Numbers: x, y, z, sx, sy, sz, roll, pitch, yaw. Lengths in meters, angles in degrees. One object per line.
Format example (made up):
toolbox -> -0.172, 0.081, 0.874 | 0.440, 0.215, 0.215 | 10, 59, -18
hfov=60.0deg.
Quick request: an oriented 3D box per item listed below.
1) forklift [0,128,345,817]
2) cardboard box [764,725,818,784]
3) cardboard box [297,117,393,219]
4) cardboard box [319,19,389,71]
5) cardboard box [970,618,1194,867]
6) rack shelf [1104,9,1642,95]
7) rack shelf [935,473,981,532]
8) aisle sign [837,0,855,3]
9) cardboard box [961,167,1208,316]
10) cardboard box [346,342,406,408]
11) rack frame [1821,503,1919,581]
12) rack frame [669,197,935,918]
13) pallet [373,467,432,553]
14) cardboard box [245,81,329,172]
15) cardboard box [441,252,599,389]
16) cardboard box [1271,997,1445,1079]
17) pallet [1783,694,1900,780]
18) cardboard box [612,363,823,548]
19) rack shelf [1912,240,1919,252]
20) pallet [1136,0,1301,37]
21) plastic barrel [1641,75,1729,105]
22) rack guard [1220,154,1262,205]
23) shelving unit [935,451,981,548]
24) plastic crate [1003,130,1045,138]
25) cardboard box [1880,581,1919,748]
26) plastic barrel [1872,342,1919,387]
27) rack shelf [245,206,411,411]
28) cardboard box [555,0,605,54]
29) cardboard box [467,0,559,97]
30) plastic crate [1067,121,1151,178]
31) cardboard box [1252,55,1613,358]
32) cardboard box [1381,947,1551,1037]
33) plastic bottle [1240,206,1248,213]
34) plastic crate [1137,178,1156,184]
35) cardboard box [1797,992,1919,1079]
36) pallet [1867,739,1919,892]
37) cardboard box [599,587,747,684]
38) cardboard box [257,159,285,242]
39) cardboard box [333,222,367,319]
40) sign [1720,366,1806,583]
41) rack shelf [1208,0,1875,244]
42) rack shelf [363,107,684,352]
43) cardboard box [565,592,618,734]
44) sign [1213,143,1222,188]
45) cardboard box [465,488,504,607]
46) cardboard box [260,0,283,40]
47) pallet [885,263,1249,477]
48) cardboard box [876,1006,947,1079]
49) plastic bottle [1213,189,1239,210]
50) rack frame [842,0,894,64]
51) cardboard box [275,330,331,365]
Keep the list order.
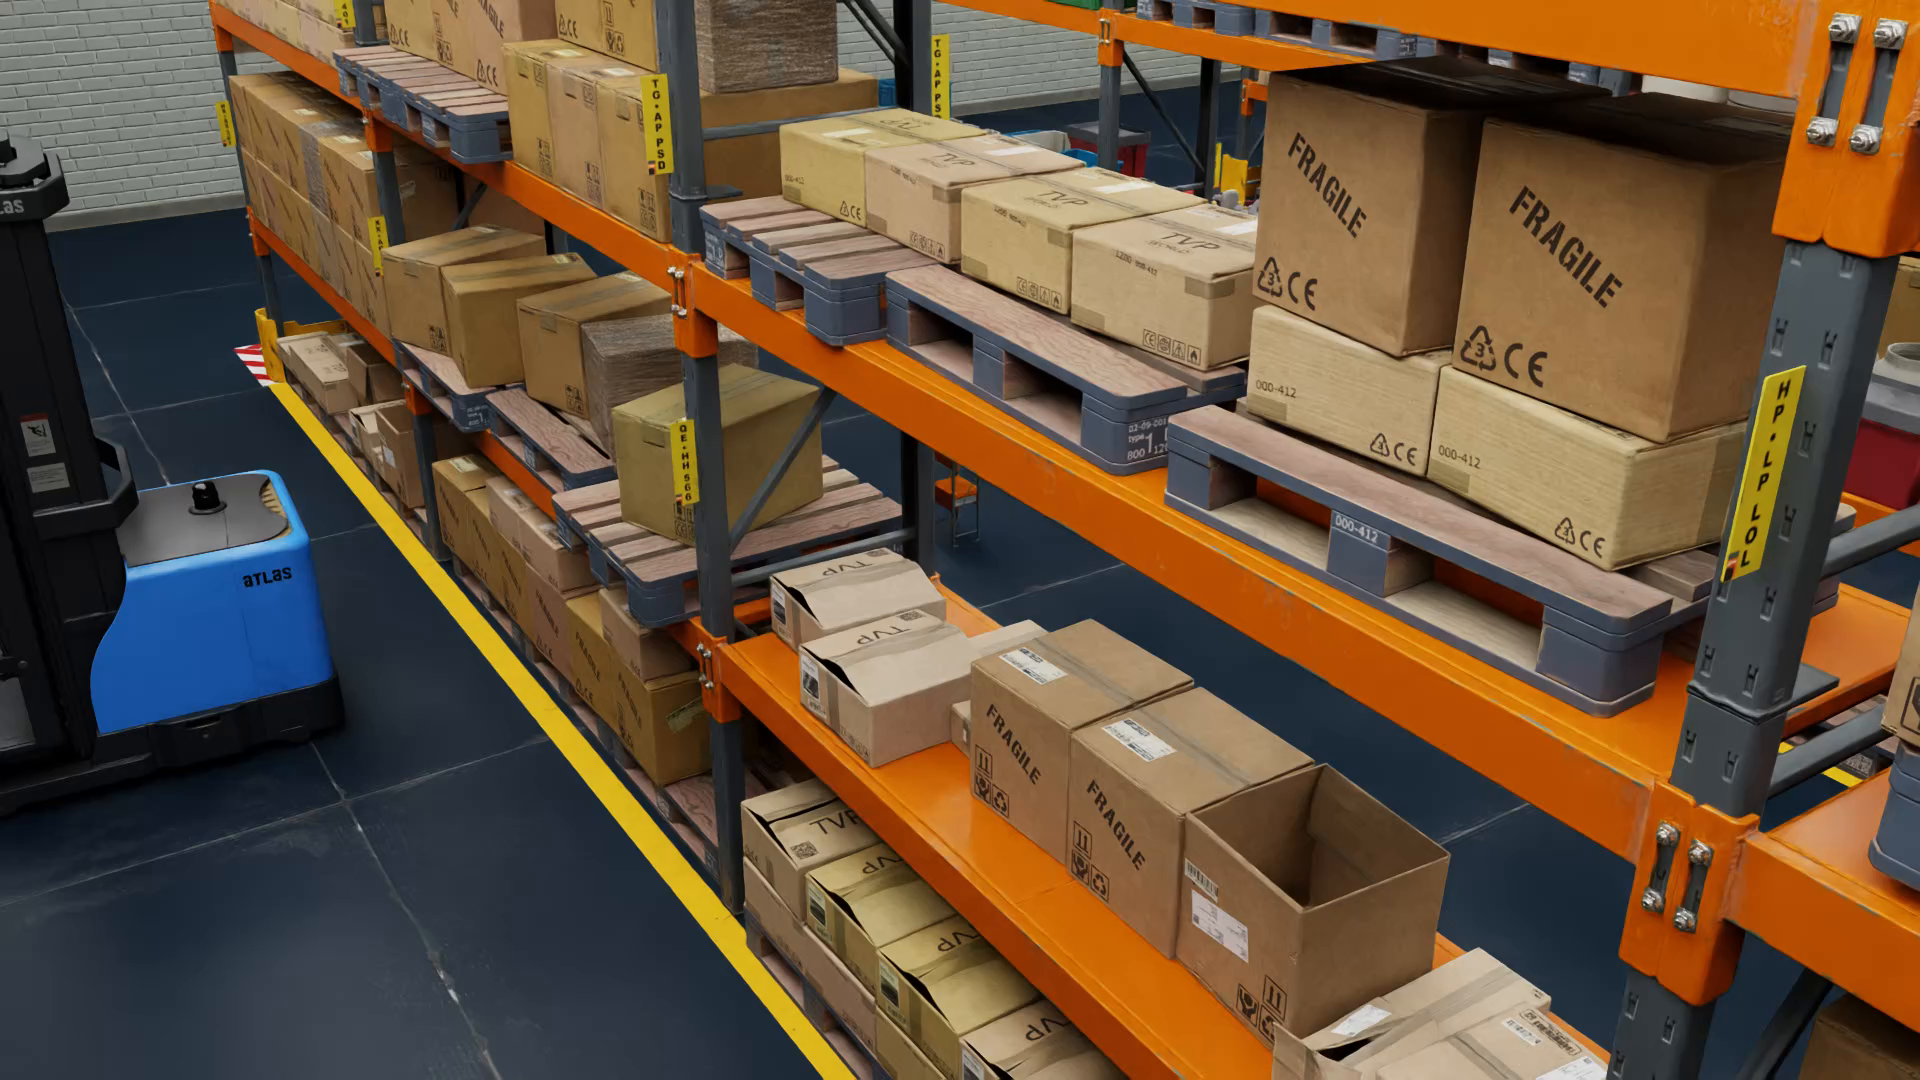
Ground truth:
forklift -> -4.590, -0.250, 7.345 | 3.031, 2.935, 1.130 | -13, 28, -26
cardboard box -> -0.560, 0.780, 7.497 | 0.500, 0.500, 0.500 | -14, 29, -27
cardboard box -> -3.785, -2.334, 10.392 | 0.500, 0.500, 0.500 | -15, 29, -29
cardboard box -> -3.223, -2.754, 9.231 | 0.500, 0.250, 0.500 | -16, 29, -30
cardboard box -> 0.378, 0.629, 5.287 | 0.500, 0.500, 0.500 | -17, 30, -32
rack shelf -> 2.509, -2.822, 10.043 | 1.077, 0.370, 4.000 | -16, 29, -30
rack shelf -> -0.029, -0.233, 10.190 | 0.215, 0.259, 0.240 | -16, 29, -30
aisle sign -> -1.054, -5.069, 14.428 | 0.394, 0.787, 0.004 | -16, 29, -30
cardboard box -> 0.348, -0.861, 4.730 | 0.500, 0.250, 0.500 | -16, 30, -31
cardboard box -> -3.765, -1.094, 11.462 | 0.797, 0.503, 0.637 | -16, 29, -30
rack frame -> 1.630, -1.204, 2.259 | 0.949, 2.616, 0.053 | -16, 29, -30
rack frame -> -0.551, 0.078, 6.572 | 1.000, 3.000, 0.127 | -16, 29, -30
pallet -> -3.109, -0.338, 10.718 | 1.003, 0.211, 1.213 | -16, 29, -30
cardboard box -> -4.605, -2.876, 11.539 | 0.500, 0.500, 0.500 | -15, 29, -29
cardboard box -> -2.235, -1.135, 8.532 | 0.700, 0.500, 0.500 | -11, 27, -21
cardboard box -> 0.998, 1.298, 4.145 | 0.396, 0.266, 0.258 | -16, 30, -31
pallet -> 4.653, 0.908, 8.080 | 1.003, 0.211, 1.213 | -16, 29, -30
cardboard box -> -0.990, -0.356, 6.882 | 0.500, 0.500, 0.700 | 18, 31, 33
rack shelf -> 6.659, -2.620, 13.128 | 1.077, 0.370, 4.000 | -16, 29, -30
pallet -> 1.927, -3.519, 10.899 | 1.213, 0.211, 1.003 | -16, 29, -30
plastic barrel -> 3.514, -2.300, 7.963 | 0.421, 0.512, 0.421 | 0, 25, 0
rack guard -> 3.370, -3.969, 18.072 | 1.175, 0.500, 0.348 | -16, 29, -30
shelving unit -> -0.029, -0.494, 10.066 | 0.215, 1.050, 0.252 | -16, 29, -30
plastic crate -> 0.570, -3.213, 13.669 | 0.416, 0.233, 0.300 | -16, 29, -30
cardboard box -> 1.686, 0.095, 2.248 | 0.500, 0.500, 0.500 | -13, 28, -25
plastic barrel -> 4.571, -0.657, 7.997 | 0.421, 0.512, 0.421 | 0, 25, 0
rack shelf -> -3.827, -1.743, 11.271 | 1.077, 0.370, 4.000 | -16, 29, -30
cardboard box -> -1.341, -2.298, 6.803 | 0.500, 0.500, 0.500 | -16, 29, -30
cardboard box -> -1.791, -2.316, 7.402 | 0.600, 0.600, 0.600 | -17, 30, -32
plastic crate -> 1.140, -2.940, 12.818 | 0.402, 0.464, 0.583 | -16, 29, -30
cardboard box -> 0.998, -0.737, 3.590 | 0.500, 0.500, 0.500 | -13, 28, -25
cardboard box -> 1.320, 1.257, 4.367 | 0.380, 0.149, 0.250 | -16, 29, -30
plastic bottle -> 2.011, -2.253, 11.743 | 0.097, 0.201, 0.097 | 0, 25, 0
plastic crate -> 1.283, -2.614, 12.511 | 0.396, 0.136, 0.243 | -16, 29, -30
cardboard box -> 1.880, 1.034, 2.910 | 0.700, 0.500, 0.500 | -15, 29, -29
pallet -> 2.120, 0.491, 2.286 | 1.003, 0.211, 1.213 | -16, 29, -30
cardboard box -> -1.293, 0.371, 7.484 | 0.500, 0.250, 0.500 | -14, 29, -28
cardboard box -> -4.611, -2.425, 11.757 | 0.500, 0.500, 0.500 | -16, 30, -30
cardboard box -> -3.505, -1.701, 10.223 | 0.500, 0.500, 0.500 | -15, 29, -28
sign -> 1.183, -0.094, 2.448 | 0.100, 0.325, 0.005 | -16, 29, -30
rack shelf -> 0.541, -1.414, 4.014 | 1.077, 0.370, 4.000 | -16, 29, -30
rack shelf -> -1.643, -1.669, 7.600 | 1.077, 0.370, 4.000 | -16, 29, -30
cardboard box -> -1.541, 0.544, 7.996 | 0.500, 0.500, 0.500 | -17, 30, -31
sign -> 1.879, -2.759, 12.256 | 0.100, 0.325, 0.005 | -16, 29, -30
cardboard box -> -2.374, -0.004, 9.156 | 0.500, 0.500, 0.500 | -15, 29, -29
cardboard box -> -4.036, -3.292, 10.371 | 0.500, 0.250, 0.500 | -16, 29, -30
pallet -> 0.507, -0.572, 4.656 | 1.003, 0.211, 1.213 | -14, 29, -27
cardboard box -> 0.053, 1.751, 5.756 | 0.500, 0.250, 0.500 | -16, 30, -31
plastic bottle -> 1.903, -2.384, 11.932 | 0.152, 0.276, 0.135 | -16, 29, -30
rack frame -> -0.766, -3.937, 15.075 | 1.000, 3.000, 0.127 | -16, 29, -30
cardboard box -> -4.978, -1.464, 12.661 | 0.380, 0.149, 0.250 | -16, 29, -30
